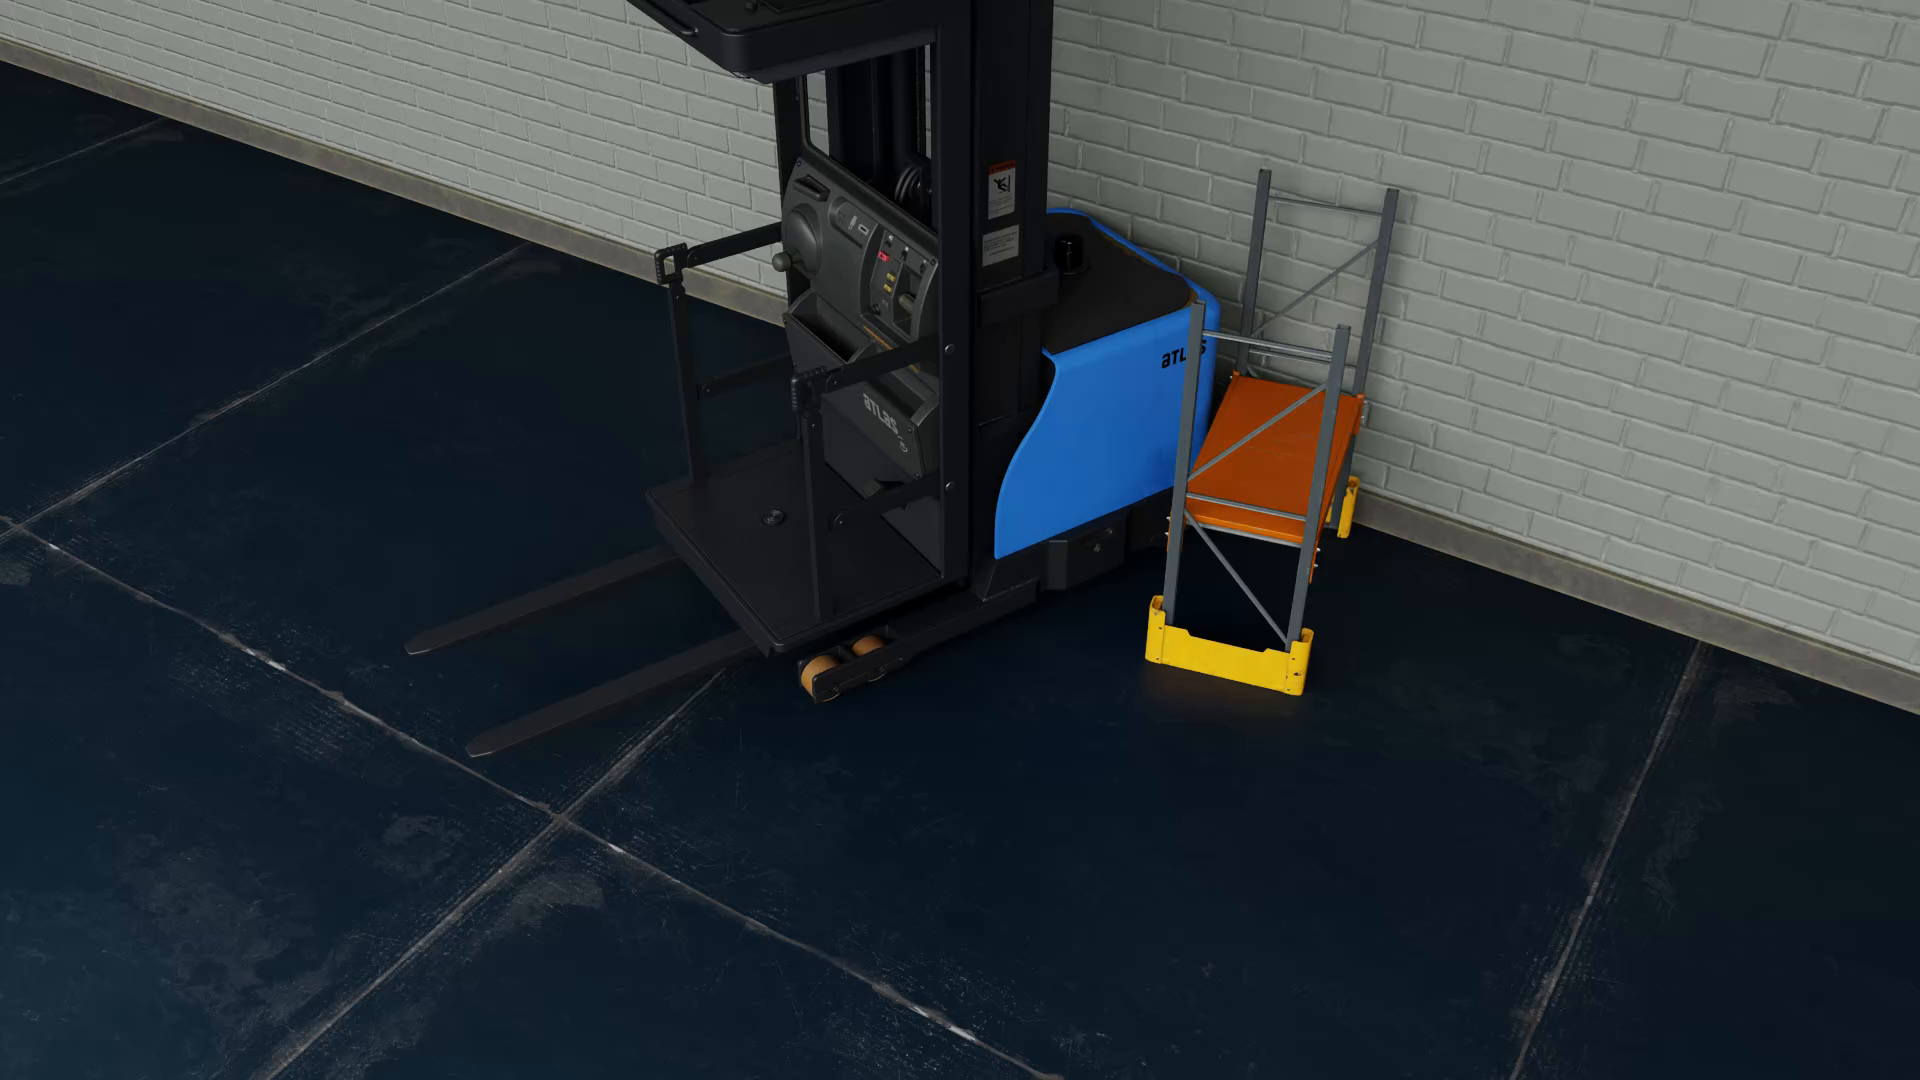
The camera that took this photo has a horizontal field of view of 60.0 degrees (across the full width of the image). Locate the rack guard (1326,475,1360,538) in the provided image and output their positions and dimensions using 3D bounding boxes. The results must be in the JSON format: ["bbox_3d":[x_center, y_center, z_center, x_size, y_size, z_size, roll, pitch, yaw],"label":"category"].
[{"bbox_3d":[1.315,-0.189,6.790,0.587,0.250,0.087,13,39,16],"label":"rack guard"}]

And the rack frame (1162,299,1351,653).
[{"bbox_3d":[0.973,-0.112,5.667,0.500,1.500,0.032,13,39,16],"label":"rack frame"}]

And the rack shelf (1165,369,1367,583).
[{"bbox_3d":[1.147,-0.261,6.155,0.538,0.185,1.000,13,39,16],"label":"rack shelf"}]

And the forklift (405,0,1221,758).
[{"bbox_3d":[-0.525,-0.949,5.581,3.031,2.935,1.130,-22,43,-26],"label":"forklift"}]

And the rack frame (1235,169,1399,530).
[{"bbox_3d":[1.322,-0.695,6.423,0.500,1.500,0.032,13,39,16],"label":"rack frame"}]

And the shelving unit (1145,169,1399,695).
[{"bbox_3d":[1.144,-0.398,6.038,0.587,1.500,1.083,13,39,16],"label":"shelving unit"}]

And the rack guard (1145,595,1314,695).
[{"bbox_3d":[0.973,0.382,6.049,0.587,0.250,0.087,13,39,16],"label":"rack guard"}]
